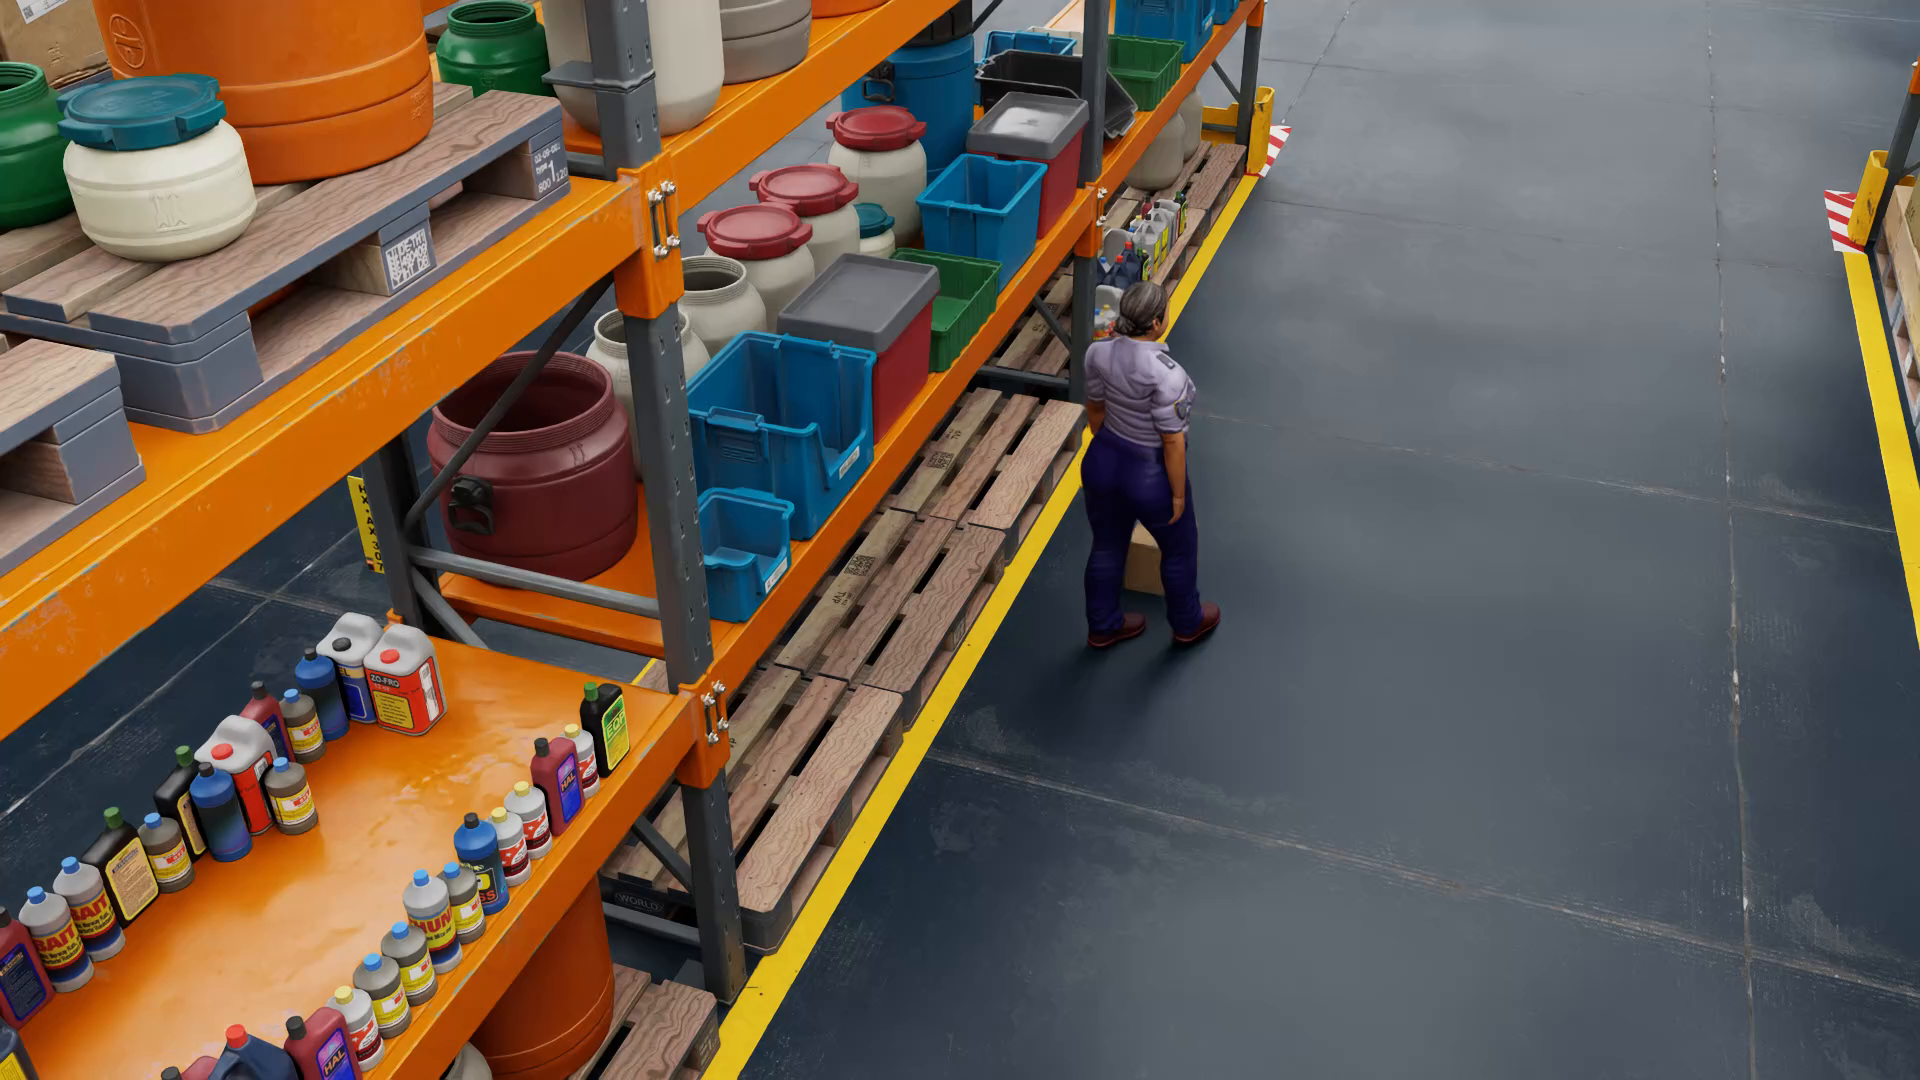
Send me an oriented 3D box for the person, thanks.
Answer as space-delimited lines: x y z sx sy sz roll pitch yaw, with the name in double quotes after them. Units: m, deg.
0.771 -0.309 6.605 0.489 1.644 0.584 25 41 32 "person"
